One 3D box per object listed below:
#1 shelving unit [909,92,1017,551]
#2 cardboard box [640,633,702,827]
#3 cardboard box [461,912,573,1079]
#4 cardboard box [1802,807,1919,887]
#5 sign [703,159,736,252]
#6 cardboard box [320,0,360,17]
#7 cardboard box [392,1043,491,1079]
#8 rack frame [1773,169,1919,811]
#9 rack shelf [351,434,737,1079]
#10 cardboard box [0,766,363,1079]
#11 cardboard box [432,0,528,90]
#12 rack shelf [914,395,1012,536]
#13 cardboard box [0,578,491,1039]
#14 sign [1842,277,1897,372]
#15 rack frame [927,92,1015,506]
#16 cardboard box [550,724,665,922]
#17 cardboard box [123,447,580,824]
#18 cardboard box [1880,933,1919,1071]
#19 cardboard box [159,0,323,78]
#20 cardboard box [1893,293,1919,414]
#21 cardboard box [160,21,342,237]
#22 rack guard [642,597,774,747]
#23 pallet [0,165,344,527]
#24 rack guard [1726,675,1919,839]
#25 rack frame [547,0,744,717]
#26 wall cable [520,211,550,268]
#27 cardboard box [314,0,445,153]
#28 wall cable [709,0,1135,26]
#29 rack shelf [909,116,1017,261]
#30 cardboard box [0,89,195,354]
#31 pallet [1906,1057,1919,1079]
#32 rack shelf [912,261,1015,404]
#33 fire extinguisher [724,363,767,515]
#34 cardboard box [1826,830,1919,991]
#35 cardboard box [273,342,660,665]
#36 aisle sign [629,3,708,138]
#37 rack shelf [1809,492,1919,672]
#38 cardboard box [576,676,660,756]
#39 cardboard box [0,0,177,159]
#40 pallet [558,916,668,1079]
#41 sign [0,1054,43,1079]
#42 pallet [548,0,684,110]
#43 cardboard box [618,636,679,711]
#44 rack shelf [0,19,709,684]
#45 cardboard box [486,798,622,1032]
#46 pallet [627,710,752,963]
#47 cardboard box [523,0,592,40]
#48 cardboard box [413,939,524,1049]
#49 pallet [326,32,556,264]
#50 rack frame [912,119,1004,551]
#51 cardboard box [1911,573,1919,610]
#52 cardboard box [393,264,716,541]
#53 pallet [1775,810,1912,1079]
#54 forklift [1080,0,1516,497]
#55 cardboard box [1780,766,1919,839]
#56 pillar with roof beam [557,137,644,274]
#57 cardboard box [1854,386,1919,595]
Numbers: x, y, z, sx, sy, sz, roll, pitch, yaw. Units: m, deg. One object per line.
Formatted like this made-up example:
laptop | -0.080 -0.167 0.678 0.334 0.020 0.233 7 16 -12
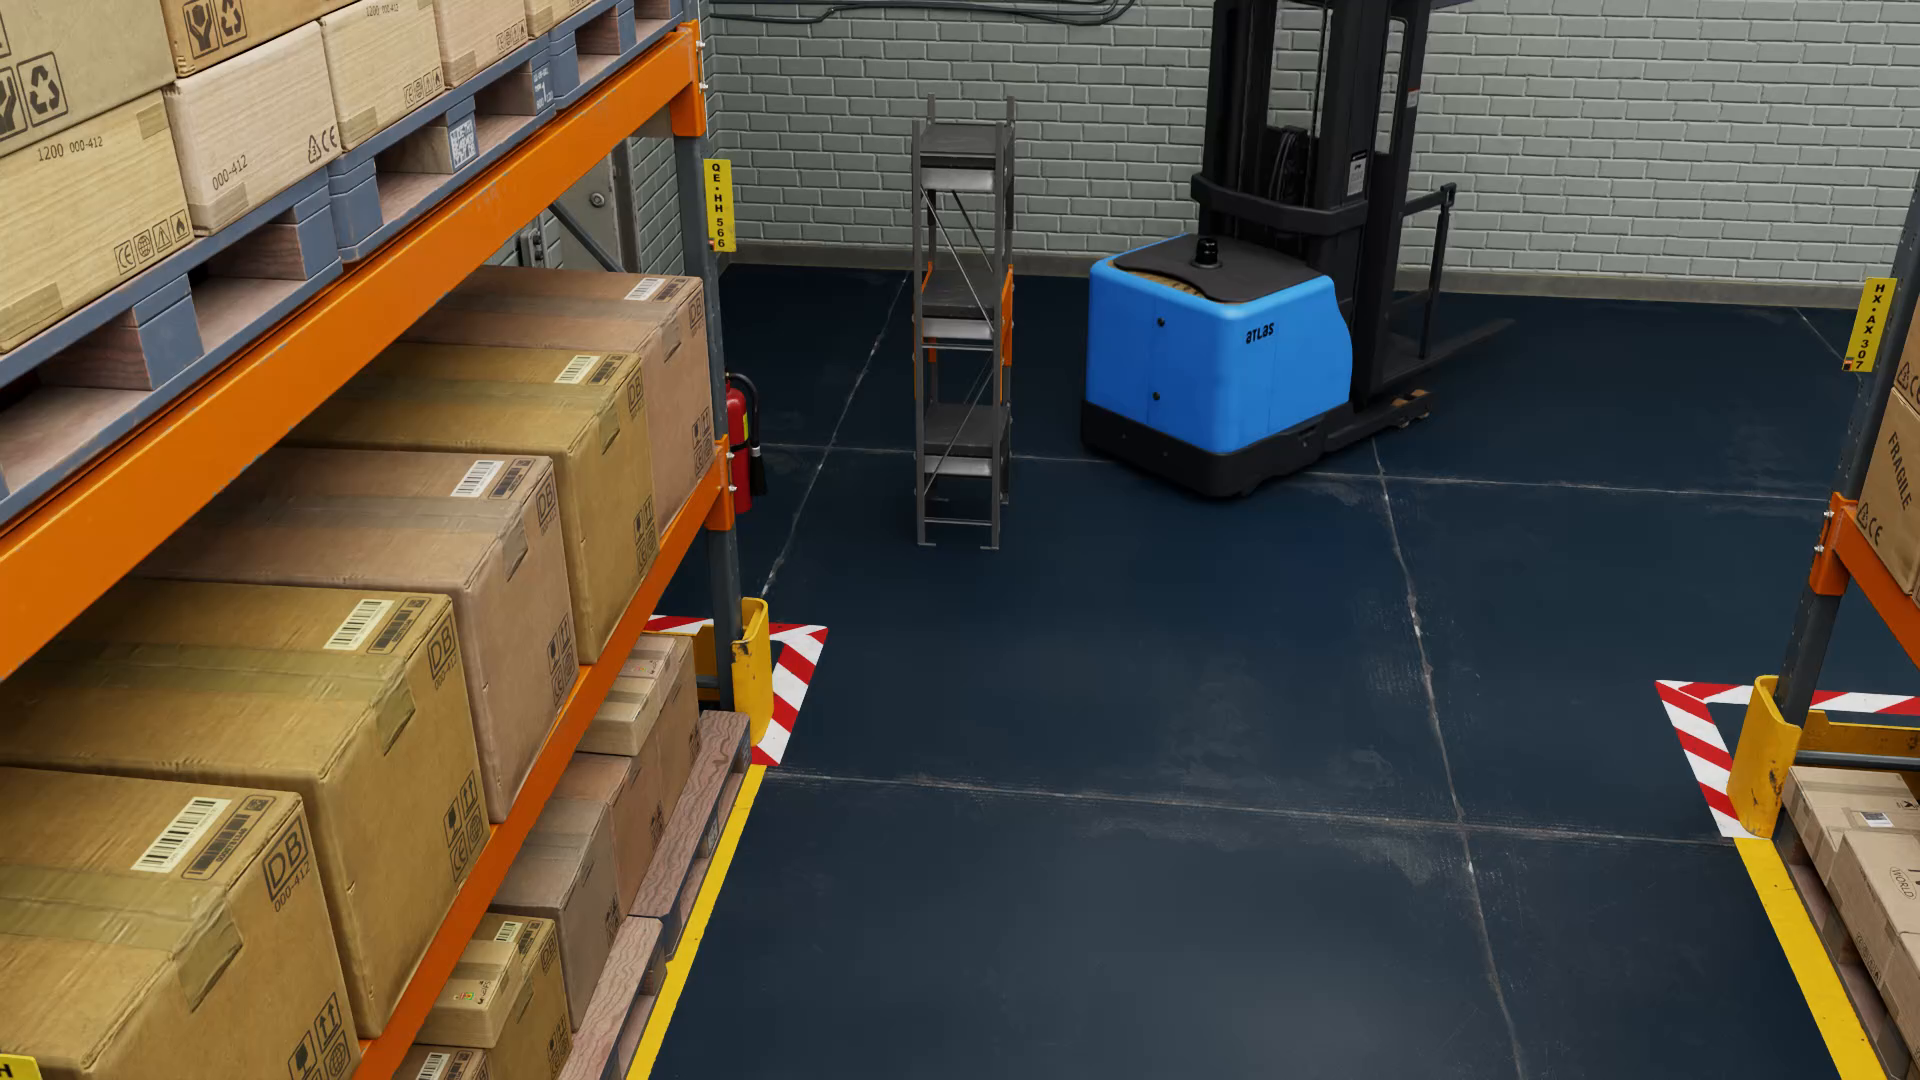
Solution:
shelving unit | 0.020 -1.002 7.897 0.431 2.100 0.503 3 28 6
cardboard box | -1.359 0.669 6.039 0.700 0.500 0.500 3 28 6
cardboard box | -1.539 1.392 4.696 0.700 0.500 0.500 4 29 7
cardboard box | 3.121 1.052 5.658 0.380 0.166 0.250 3 28 6
sign | -0.836 -1.158 5.767 0.100 0.325 0.005 3 28 6
cardboard box | -1.385 -1.307 3.171 0.500 0.500 0.500 4 29 7
cardboard box | -1.604 1.634 4.248 0.700 0.500 0.500 3 28 6
rack frame | 3.544 -0.296 5.637 1.000 3.000 0.127 3 28 6
rack shelf | -1.618 0.676 4.591 1.077 0.370 4.000 3 28 6
cardboard box | -1.780 0.914 3.074 0.980 0.700 0.700 4 29 7
cardboard box | -1.320 -1.215 3.790 0.500 0.250 0.500 3 28 5
rack shelf | 0.020 -0.374 8.235 0.431 0.518 0.480 3 28 6
cardboard box | -1.685 0.571 3.712 0.980 0.700 0.700 3 28 5
sign | 3.006 -0.709 5.490 0.100 0.325 0.005 3 28 6
rack frame | 0.050 -1.117 8.110 0.400 2.100 0.015 3 28 6
cardboard box | -1.420 0.904 5.602 0.700 0.500 0.500 3 28 6
cardboard box | -1.606 0.228 4.348 0.980 0.700 0.700 2 28 4
cardboard box | 3.074 1.431 4.867 0.500 0.250 0.500 3 28 6
cardboard box | -1.440 -1.075 2.739 0.500 0.500 0.500 3 28 5
cardboard box | 3.228 -0.587 5.017 0.500 0.500 0.500 4 29 8
cardboard box | -1.440 -0.732 2.893 0.500 0.250 0.500 3 28 5
rack guard | -1.370 0.507 6.782 1.175 0.500 0.348 3 28 6
pallet | -1.752 -0.365 2.697 1.003 0.211 1.213 3 28 6
rack guard | 3.535 0.840 6.164 1.175 0.500 0.348 3 28 6
rack frame | -1.372 -0.582 6.168 1.000 3.000 0.127 3 28 6
wall cable | -2.154 -1.687 7.148 0.084 1.984 1.851 3 28 6
cardboard box | -1.384 -0.974 3.342 0.500 0.250 0.500 3 28 5
wall cable | -0.325 -4.498 10.385 3.097 2.526 0.112 3 28 6
rack shelf | 0.020 -1.607 7.571 0.431 0.518 0.480 3 28 6
cardboard box | -1.516 -0.493 2.450 0.500 0.250 0.500 3 28 6
pallet | 3.286 1.915 4.473 1.003 0.211 1.213 3 28 6
rack shelf | 0.020 -0.990 7.903 0.431 0.518 0.480 3 28 6
fire extinguisher | -0.896 -0.428 6.357 0.296 0.674 0.183 3 28 6
cardboard box | 3.135 1.195 5.304 0.500 0.250 0.500 3 28 6
cardboard box | -1.503 -0.131 5.014 0.980 0.700 0.700 3 28 6
aisle sign | -1.066 -1.743 5.582 0.394 0.787 0.004 3 28 6
rack shelf | 3.299 0.962 4.060 1.077 0.370 4.000 3 28 6
cardboard box | -1.224 0.574 5.530 0.380 0.149 0.250 4 29 8
cardboard box | -1.497 -0.832 2.289 0.500 0.500 0.500 3 28 6
pallet | -1.545 1.599 5.060 1.003 0.211 1.213 3 28 6
sign | -1.323 0.853 2.368 0.100 0.325 0.005 3 28 6
pallet | -1.453 -1.514 4.829 1.003 0.211 1.213 3 28 6
cardboard box | -1.194 0.454 5.753 0.380 0.149 0.250 3 28 6
rack shelf | -1.618 -0.645 3.880 1.077 0.370 4.000 3 28 6
cardboard box | -1.481 1.141 5.162 0.700 0.500 0.500 2 28 5
pallet | -1.393 1.026 6.123 1.003 0.211 1.213 3 28 6
cardboard box | -1.261 -1.461 4.246 0.500 0.250 0.500 2 28 4
cardboard box | -1.382 1.188 4.391 0.380 0.149 0.250 3 28 5
pallet | -1.600 -0.938 3.760 1.003 0.211 1.213 3 28 6
rack frame | -0.010 -0.887 7.683 0.400 2.100 0.015 3 28 6
cardboard box | 3.170 0.096 4.803 0.500 0.500 0.500 3 28 6
cardboard box | -1.425 -0.474 5.650 0.980 0.700 0.700 5 29 9
pallet | 3.438 1.343 5.536 1.003 0.211 1.213 3 28 6
forklift | 2.096 -2.090 9.039 3.031 2.935 1.130 -23 36 -36
cardboard box | 3.152 0.942 5.880 0.380 0.149 0.250 3 28 6
pillar with roof beam | 2.372 -4.294 6.733 9.100 9.000 0.400 3 28 6
cardboard box | 3.228 -0.147 5.254 0.500 0.500 0.500 4 29 7
